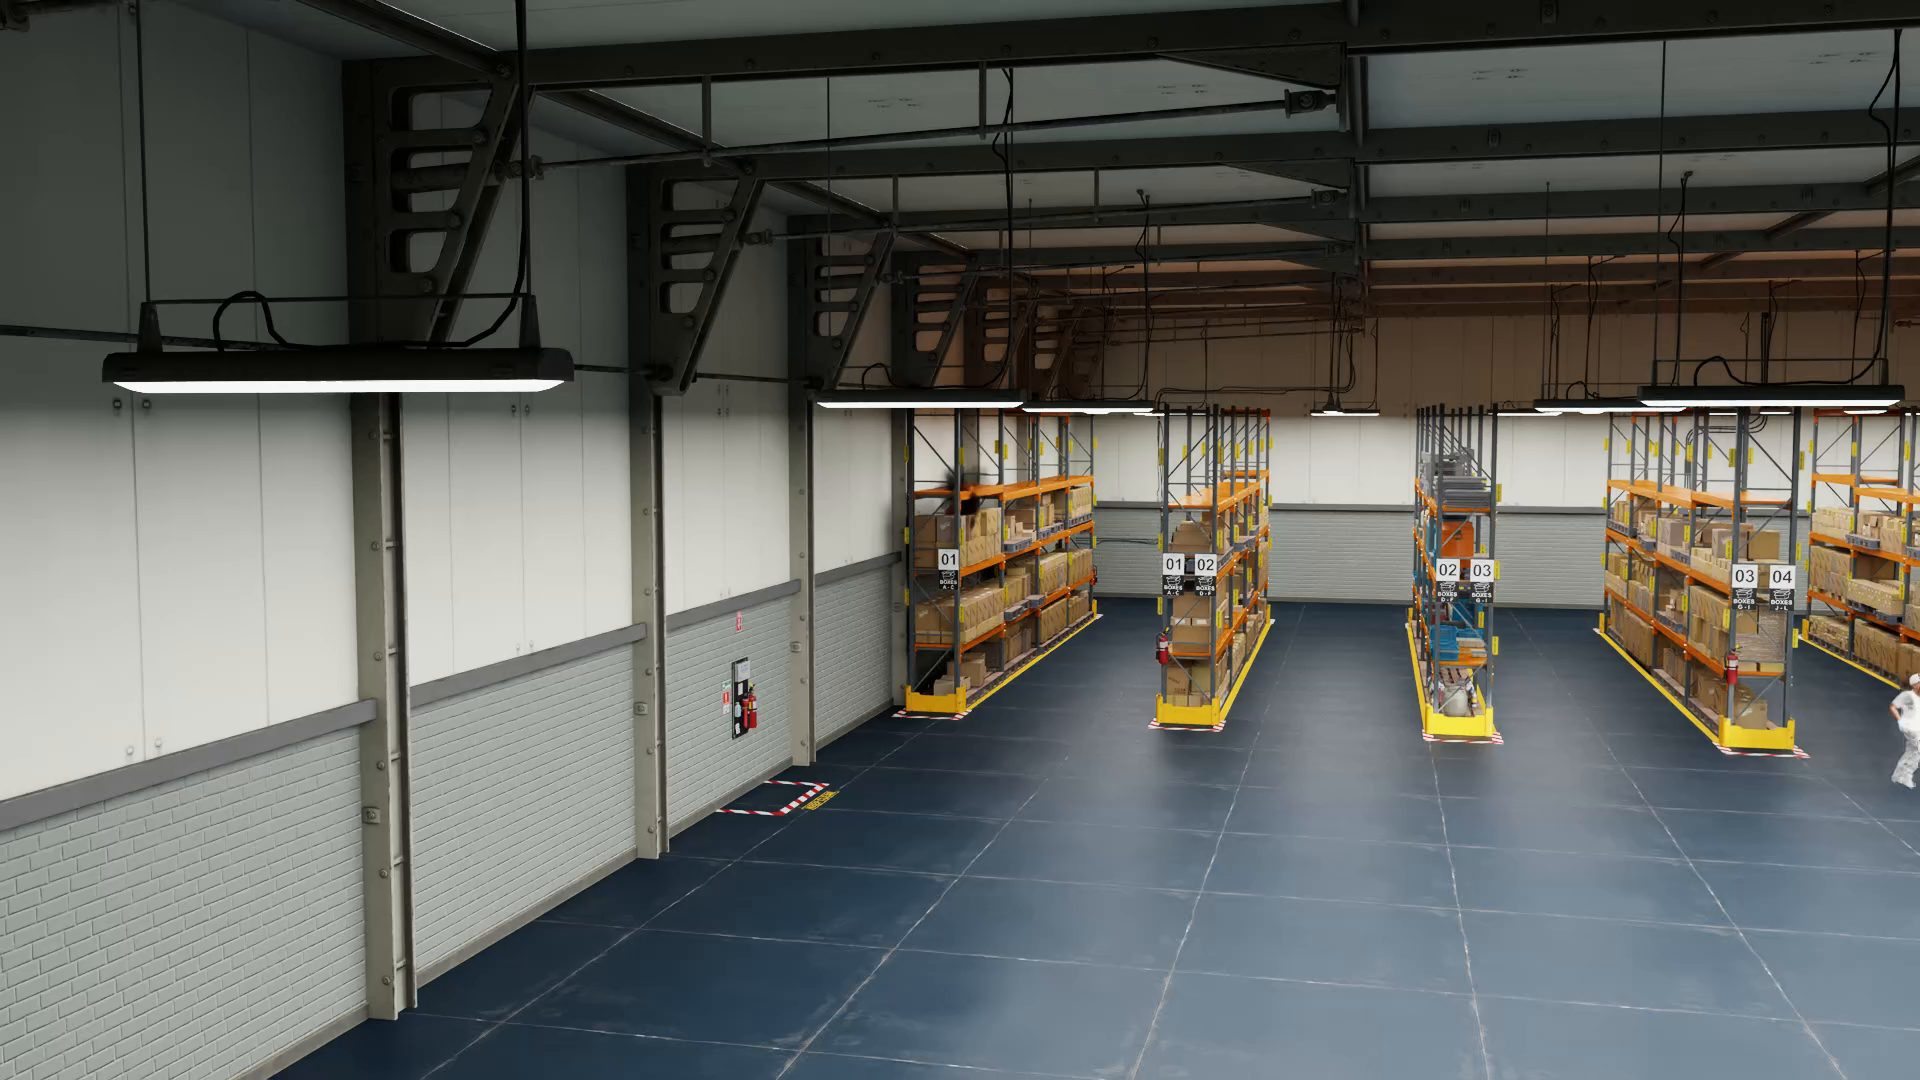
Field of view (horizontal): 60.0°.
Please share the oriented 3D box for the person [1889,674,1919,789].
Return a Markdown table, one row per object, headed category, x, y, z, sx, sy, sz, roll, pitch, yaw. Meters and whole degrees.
| category | x | y | z | sx | sy | sz | roll | pitch | yaw |
| --- | --- | --- | --- | --- | --- | --- | --- | --- | --- |
| person | 14.859 | 2.967 | 25.796 | 0.651 | 1.784 | 0.683 | -3 | 5 | -39 |
